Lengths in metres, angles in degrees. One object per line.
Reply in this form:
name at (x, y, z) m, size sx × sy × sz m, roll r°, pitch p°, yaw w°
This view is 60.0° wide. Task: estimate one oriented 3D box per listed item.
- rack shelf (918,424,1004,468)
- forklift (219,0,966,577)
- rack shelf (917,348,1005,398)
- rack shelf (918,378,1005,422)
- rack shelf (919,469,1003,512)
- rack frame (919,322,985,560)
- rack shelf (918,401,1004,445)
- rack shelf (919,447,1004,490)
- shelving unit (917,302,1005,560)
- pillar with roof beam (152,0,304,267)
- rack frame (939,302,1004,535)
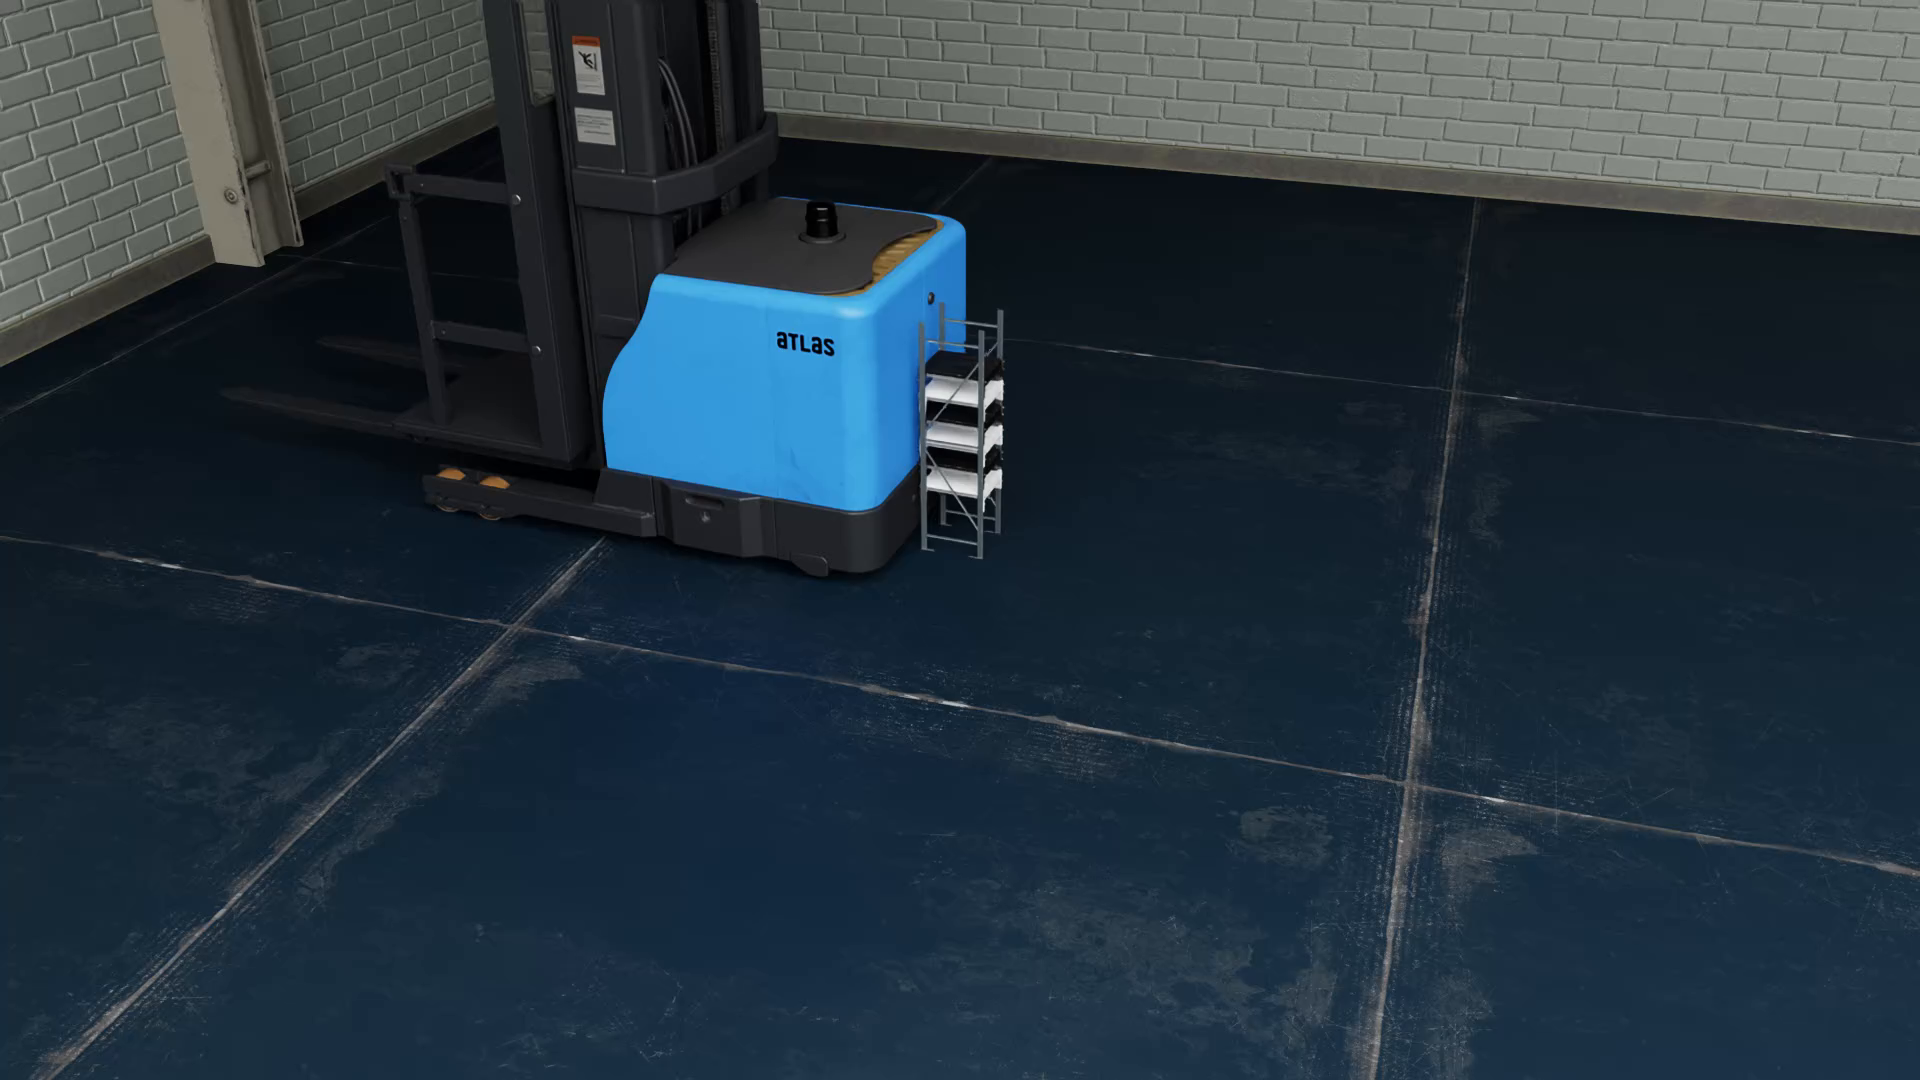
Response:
rack shelf at (0.005, -0.358, 6.037) m, size 0.258 × 0.077 × 0.200 m, roll 10°, pitch 31°, yaw 17°
forklift at (-1.535, -1.583, 6.080) m, size 3.031 × 2.935 × 1.130 m, roll 10°, pitch 31°, yaw 18°
rack shelf at (0.005, -0.594, 5.905) m, size 0.258 × 0.077 × 0.200 m, roll 10°, pitch 31°, yaw 17°
rack shelf at (0.005, -0.515, 5.949) m, size 0.258 × 0.077 × 0.200 m, roll 10°, pitch 31°, yaw 17°
rack shelf at (0.005, -0.201, 6.124) m, size 0.258 × 0.077 × 0.200 m, roll 10°, pitch 31°, yaw 17°
rack frame at (-0.029, -0.341, 5.937) m, size 0.240 × 0.900 × 0.006 m, roll 10°, pitch 31°, yaw 17°
rack shelf at (0.005, -0.437, 5.993) m, size 0.258 × 0.077 × 0.200 m, roll 10°, pitch 31°, yaw 17°
rack shelf at (0.005, -0.280, 6.081) m, size 0.258 × 0.077 × 0.200 m, roll 10°, pitch 31°, yaw 17°
shelving unit at (0.005, -0.387, 6.021) m, size 0.258 × 0.900 × 0.210 m, roll 10°, pitch 31°, yaw 17°
pillar with roof beam at (0.289, -4.887, 5.778) m, size 9.100 × 9.000 × 0.400 m, roll 8°, pitch 30°, yaw 15°
rack frame at (0.039, -0.434, 6.104) m, size 0.240 × 0.900 × 0.006 m, roll 10°, pitch 31°, yaw 17°
